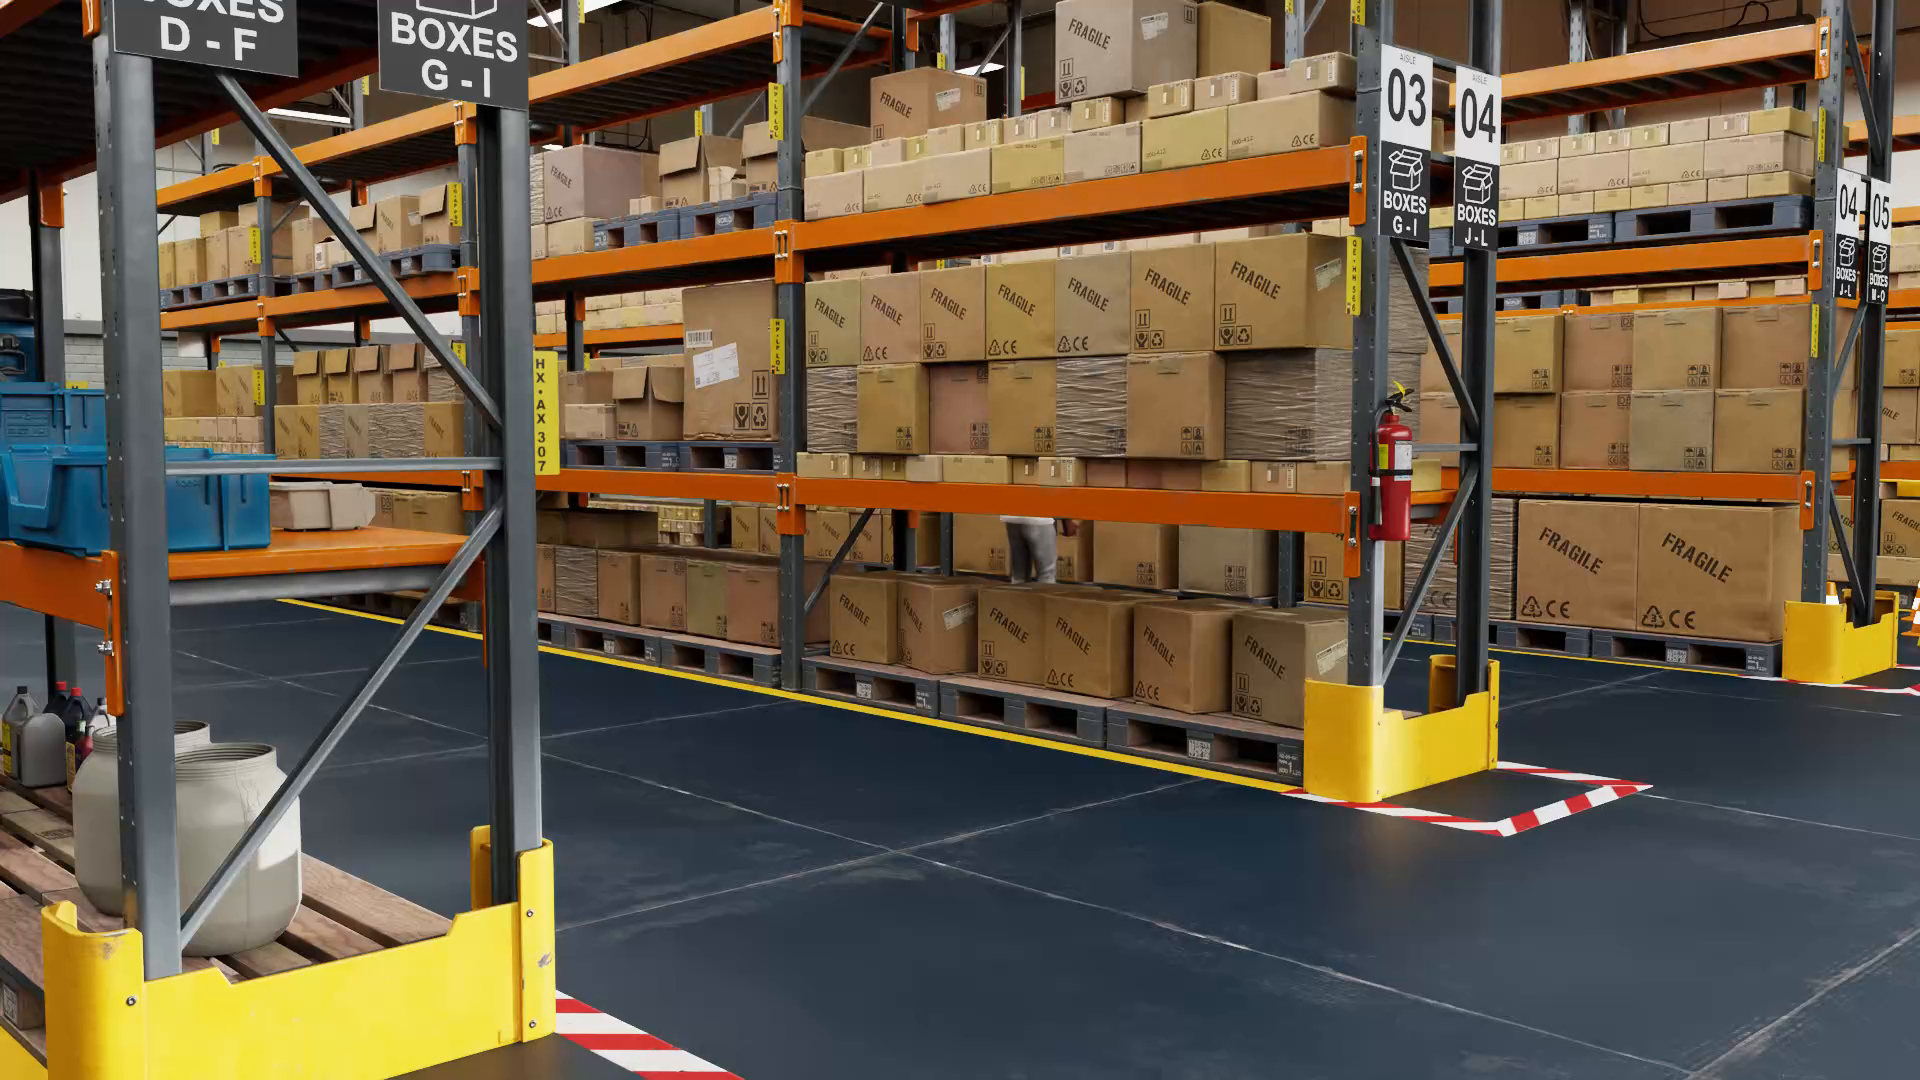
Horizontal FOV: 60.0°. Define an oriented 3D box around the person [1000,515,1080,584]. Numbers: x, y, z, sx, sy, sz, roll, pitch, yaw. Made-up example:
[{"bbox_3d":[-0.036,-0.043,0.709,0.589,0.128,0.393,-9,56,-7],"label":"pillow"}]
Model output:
[{"bbox_3d":[0.590,-0.116,12.454,0.592,1.746,0.501,-4,5,-45],"label":"person"}]
